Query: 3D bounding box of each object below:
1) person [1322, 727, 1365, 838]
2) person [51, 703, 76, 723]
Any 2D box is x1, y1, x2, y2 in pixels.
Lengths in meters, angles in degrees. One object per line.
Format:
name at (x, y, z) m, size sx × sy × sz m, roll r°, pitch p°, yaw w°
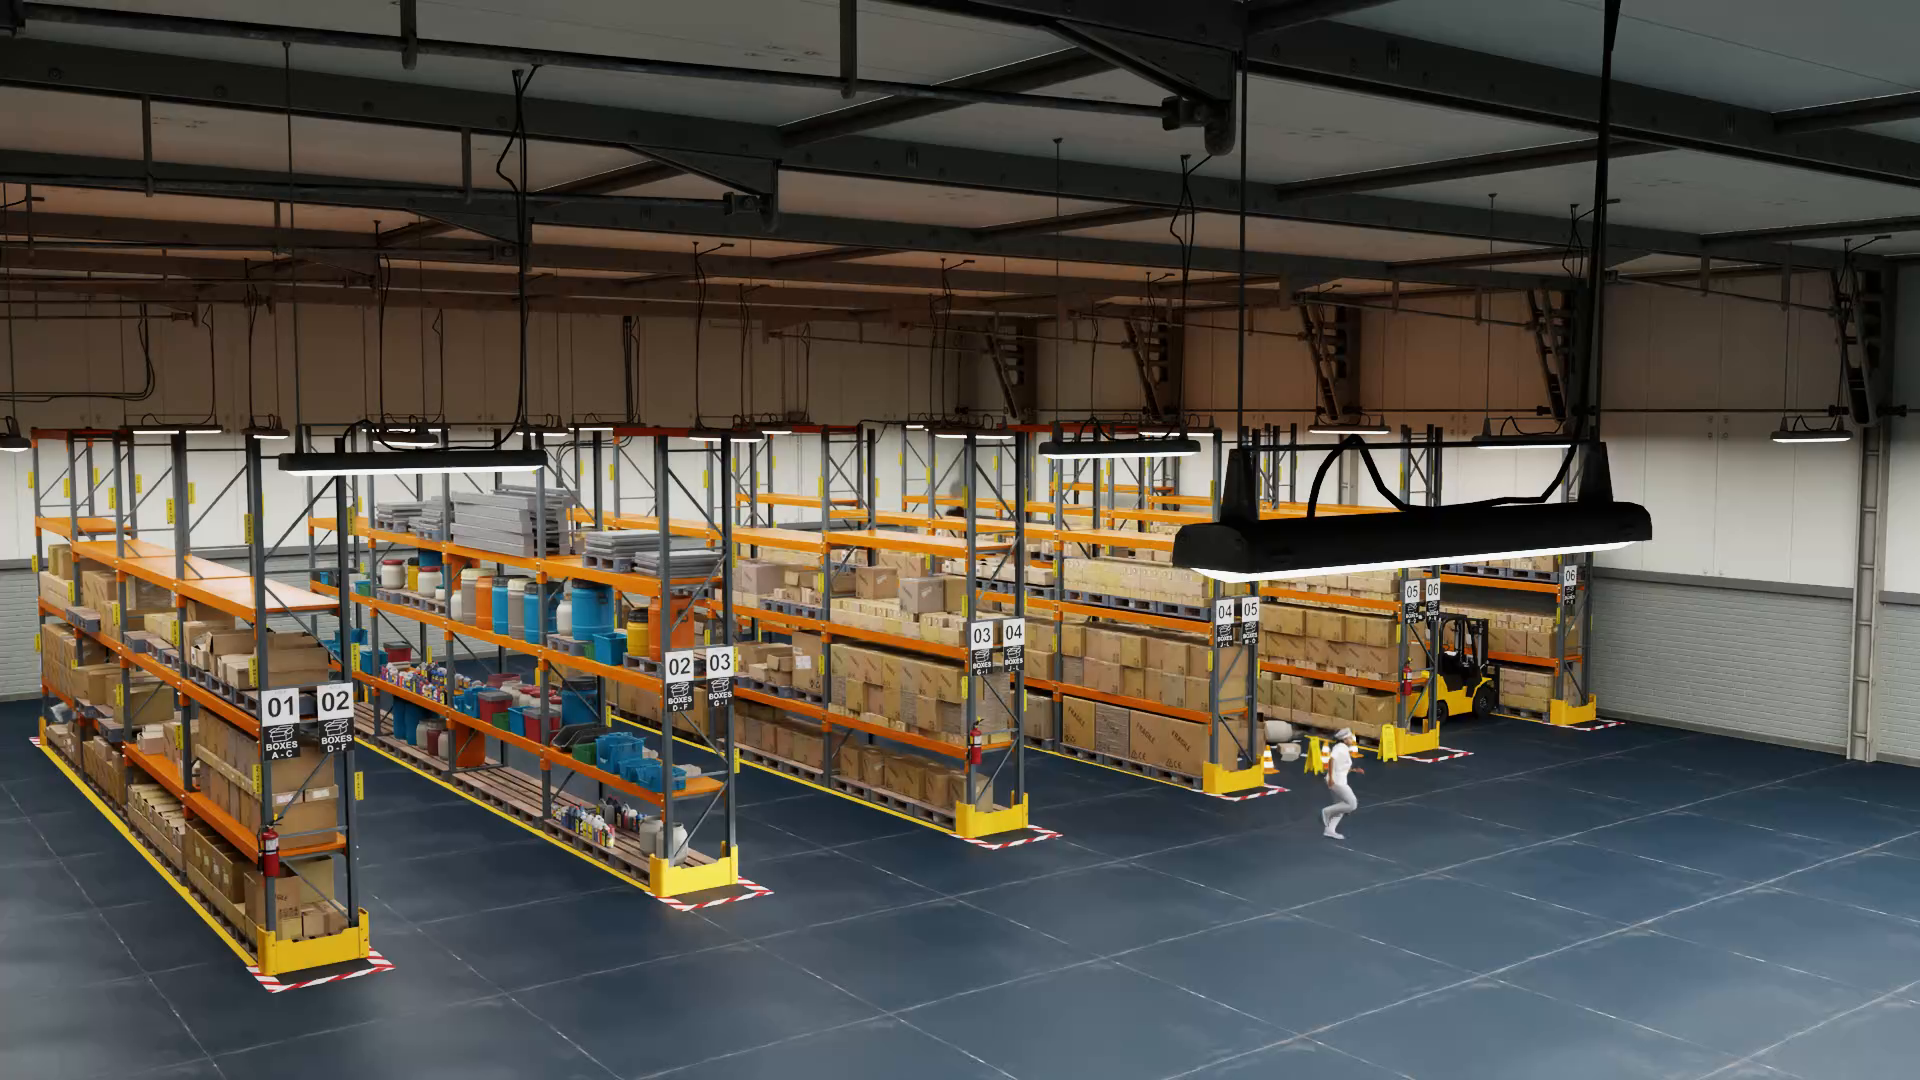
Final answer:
person at (5.664, 3.591, 24.570) m, size 0.620 × 1.647 × 0.617 m, roll 1°, pitch 5°, yaw 10°
person at (-17.619, 2.896, 32.873) m, size 0.719 × 1.744 × 0.712 m, roll -1°, pitch 5°, yaw -15°
